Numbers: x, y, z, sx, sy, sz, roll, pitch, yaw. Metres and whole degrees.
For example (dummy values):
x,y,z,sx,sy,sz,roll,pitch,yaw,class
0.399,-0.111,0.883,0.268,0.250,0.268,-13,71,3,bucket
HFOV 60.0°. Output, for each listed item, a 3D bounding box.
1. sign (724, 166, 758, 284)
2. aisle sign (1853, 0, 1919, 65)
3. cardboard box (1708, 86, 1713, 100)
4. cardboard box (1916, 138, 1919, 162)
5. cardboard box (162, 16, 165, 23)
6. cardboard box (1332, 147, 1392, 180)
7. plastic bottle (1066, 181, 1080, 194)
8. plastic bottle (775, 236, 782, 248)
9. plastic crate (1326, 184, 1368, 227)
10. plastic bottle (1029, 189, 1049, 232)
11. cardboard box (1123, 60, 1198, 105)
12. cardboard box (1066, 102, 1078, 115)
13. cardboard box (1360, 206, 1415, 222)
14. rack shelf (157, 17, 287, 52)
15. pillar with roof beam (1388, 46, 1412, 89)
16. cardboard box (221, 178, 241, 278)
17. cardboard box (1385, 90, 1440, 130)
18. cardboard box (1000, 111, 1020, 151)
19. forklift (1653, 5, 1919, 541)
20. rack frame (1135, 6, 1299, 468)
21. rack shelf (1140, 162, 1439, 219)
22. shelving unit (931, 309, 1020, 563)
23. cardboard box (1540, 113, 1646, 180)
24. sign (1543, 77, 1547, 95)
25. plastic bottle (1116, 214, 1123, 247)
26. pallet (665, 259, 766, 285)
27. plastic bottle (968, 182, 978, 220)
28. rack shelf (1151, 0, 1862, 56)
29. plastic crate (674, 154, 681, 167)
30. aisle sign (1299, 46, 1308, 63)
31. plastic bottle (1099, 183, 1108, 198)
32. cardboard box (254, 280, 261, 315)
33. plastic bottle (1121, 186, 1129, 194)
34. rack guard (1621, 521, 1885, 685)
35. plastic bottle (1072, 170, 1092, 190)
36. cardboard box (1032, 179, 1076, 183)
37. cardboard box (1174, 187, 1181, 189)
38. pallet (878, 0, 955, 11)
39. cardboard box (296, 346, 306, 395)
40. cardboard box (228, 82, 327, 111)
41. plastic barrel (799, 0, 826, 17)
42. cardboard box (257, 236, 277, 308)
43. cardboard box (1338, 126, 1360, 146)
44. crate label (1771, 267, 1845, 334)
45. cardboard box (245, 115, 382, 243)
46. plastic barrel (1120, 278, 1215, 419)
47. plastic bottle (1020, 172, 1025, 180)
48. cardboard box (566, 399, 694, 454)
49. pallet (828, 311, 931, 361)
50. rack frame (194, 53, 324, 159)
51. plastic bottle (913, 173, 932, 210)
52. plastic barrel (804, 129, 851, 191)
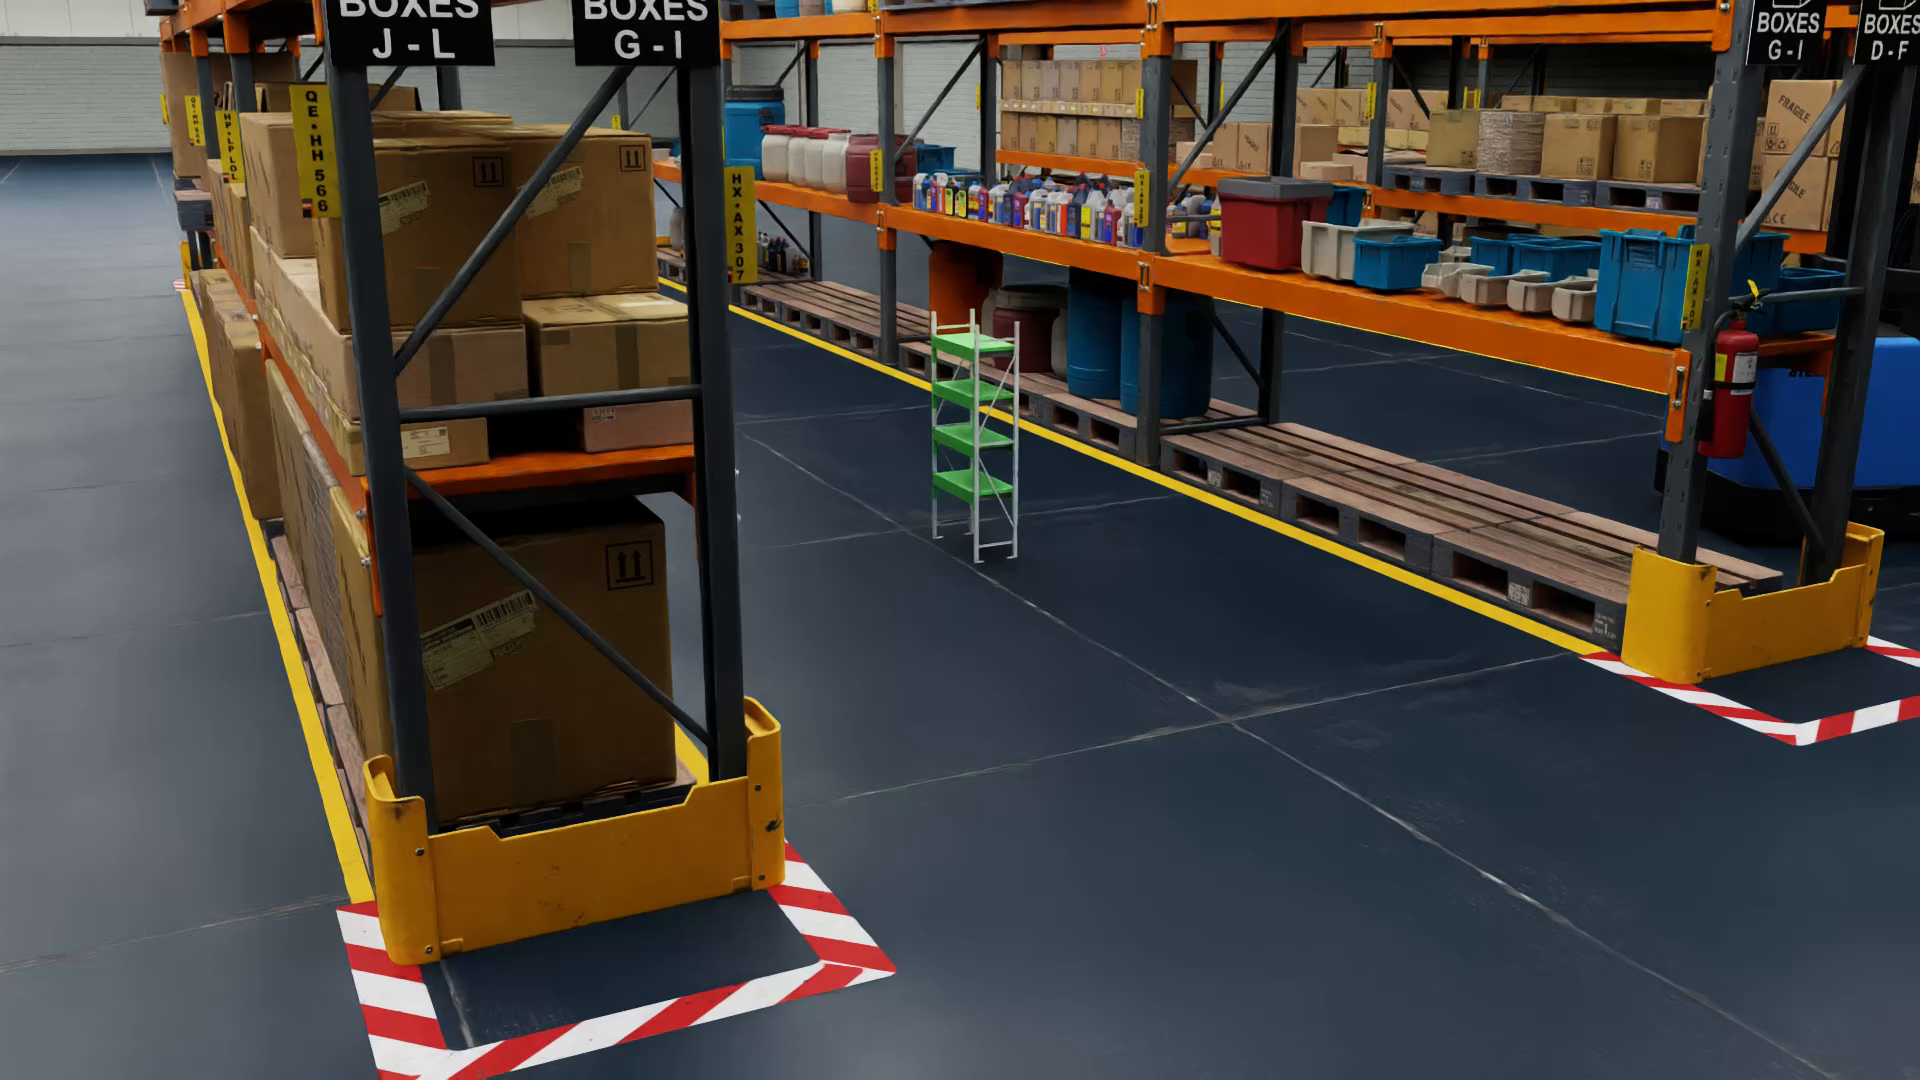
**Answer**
x,y,z,sx,sy,sz,roll,pitch,yaw,class
-0.625,-0.890,4.700,0.100,0.325,0.005,-8,18,-25,sign
3.624,-2.236,6.392,0.394,0.787,0.004,-8,18,-25,aisle sign
8.394,-4.880,18.165,0.380,0.149,0.250,-11,19,-34,cardboard box
6.433,-2.680,10.659,0.500,0.500,0.500,-8,18,-27,cardboard box
-7.712,-5.306,16.636,0.500,0.250,0.500,-8,18,-25,cardboard box
4.058,-3.752,16.549,0.500,0.311,0.500,-8,18,-26,cardboard box
0.834,-2.501,12.238,0.061,0.283,0.133,-8,18,-25,plastic bottle
-1.995,-3.179,18.396,0.144,0.351,0.185,-8,18,-27,plastic bottle
2.085,-1.907,9.878,0.392,0.384,0.575,-8,18,-25,plastic crate
0.569,-2.266,11.433,0.152,0.276,0.135,-8,18,-25,plastic bottle
2.323,-5.322,19.327,0.700,0.500,0.500,-8,18,-25,cardboard box
1.537,-5.323,20.506,0.380,0.149,0.250,-7,17,-23,cardboard box
5.971,-4.631,23.185,0.700,0.500,0.500,-9,18,-28,cardboard box
-7.260,-4.937,16.384,1.077,0.370,4.000,-8,18,-25,rack shelf
2.436,-8.427,21.803,9.100,9.000,0.400,-8,18,-25,pillar with roof beam
-3.775,-1.745,9.212,0.500,0.500,0.500,-8,18,-26,cardboard box
6.055,-5.768,22.289,0.500,0.500,0.500,-8,18,-26,cardboard box
0.964,-5.464,22.172,0.700,0.500,0.500,-8,18,-25,cardboard box
5.516,-1.551,8.840,3.031,2.935,1.130,-1,16,-5,forklift
1.573,-1.960,10.144,1.000,3.000,0.127,-8,18,-25,rack frame
3.399,-3.700,17.510,1.077,0.370,4.000,-8,18,-25,rack shelf
0.073,-0.536,8.442,0.258,1.200,0.503,-8,18,-25,shelving unit
5.198,-3.238,13.655,0.700,0.500,0.500,-13,21,-39,cardboard box
7.472,-5.766,21.305,0.100,0.325,0.005,-8,18,-25,sign
1.035,-1.949,10.464,0.097,0.201,0.097,0,16,0,plastic bottle
-2.726,-3.078,19.094,1.003,0.211,1.213,-8,18,-25,pallet
0.109,-2.507,12.281,0.097,0.271,0.097,0,16,0,plastic bottle
2.450,-2.560,8.101,1.077,0.370,4.000,-8,18,-25,rack shelf
-2.870,-4.189,18.389,0.530,0.136,0.437,-8,18,-25,plastic crate
4.921,-7.364,24.261,0.394,0.787,0.004,-8,18,-25,aisle sign
0.925,-2.188,11.027,0.144,0.351,0.185,-8,18,-25,plastic bottle
-3.048,-1.127,7.697,0.380,0.149,0.250,-8,18,-25,cardboard box
1.180,-2.378,11.834,0.097,0.271,0.097,0,16,0,plastic bottle
3.348,0.237,7.017,1.175,0.500,0.348,-8,18,-25,rack guard
0.915,-2.552,12.294,0.144,0.351,0.185,-8,18,-25,plastic bottle
1.257,-4.368,21.398,0.500,0.500,0.500,-8,18,-25,cardboard box
2.375,-4.058,20.318,0.500,0.500,0.500,-8,18,-25,cardboard box
0.068,-4.102,12.510,1.003,0.211,1.213,-8,18,-25,pallet
-2.141,-0.615,5.911,0.380,0.149,0.250,-8,18,-25,cardboard box
-4.042,-2.539,10.159,0.797,0.503,0.637,-7,18,-24,cardboard box
-1.227,-5.365,15.660,0.600,0.901,0.600,0,16,0,plastic barrel
-2.695,-1.161,7.089,0.500,0.250,0.500,-8,18,-25,cardboard box
5.609,-5.657,23.261,0.500,0.250,0.500,-8,18,-26,cardboard box
3.514,-1.018,7.054,0.416,0.233,0.303,-8,18,-25,crate label
-2.690,-1.520,6.984,0.500,0.500,0.500,-8,18,-25,cardboard box
1.350,-1.290,10.852,0.600,0.901,0.708,-8,18,-25,plastic barrel
0.483,-2.790,13.247,0.061,0.283,0.133,-8,18,-25,plastic bottle
-0.985,-0.377,5.082,0.380,0.149,0.250,-7,18,-24,cardboard box
-0.483,-1.809,14.670,1.003,0.211,1.213,-8,18,-25,pallet
-4.631,-2.354,11.514,1.000,3.000,0.127,-8,18,-25,rack frame
-0.280,-2.746,13.107,0.152,0.276,0.135,-8,18,-25,plastic bottle
-1.198,-3.456,15.110,0.433,0.535,0.433,0,16,0,plastic barrel
